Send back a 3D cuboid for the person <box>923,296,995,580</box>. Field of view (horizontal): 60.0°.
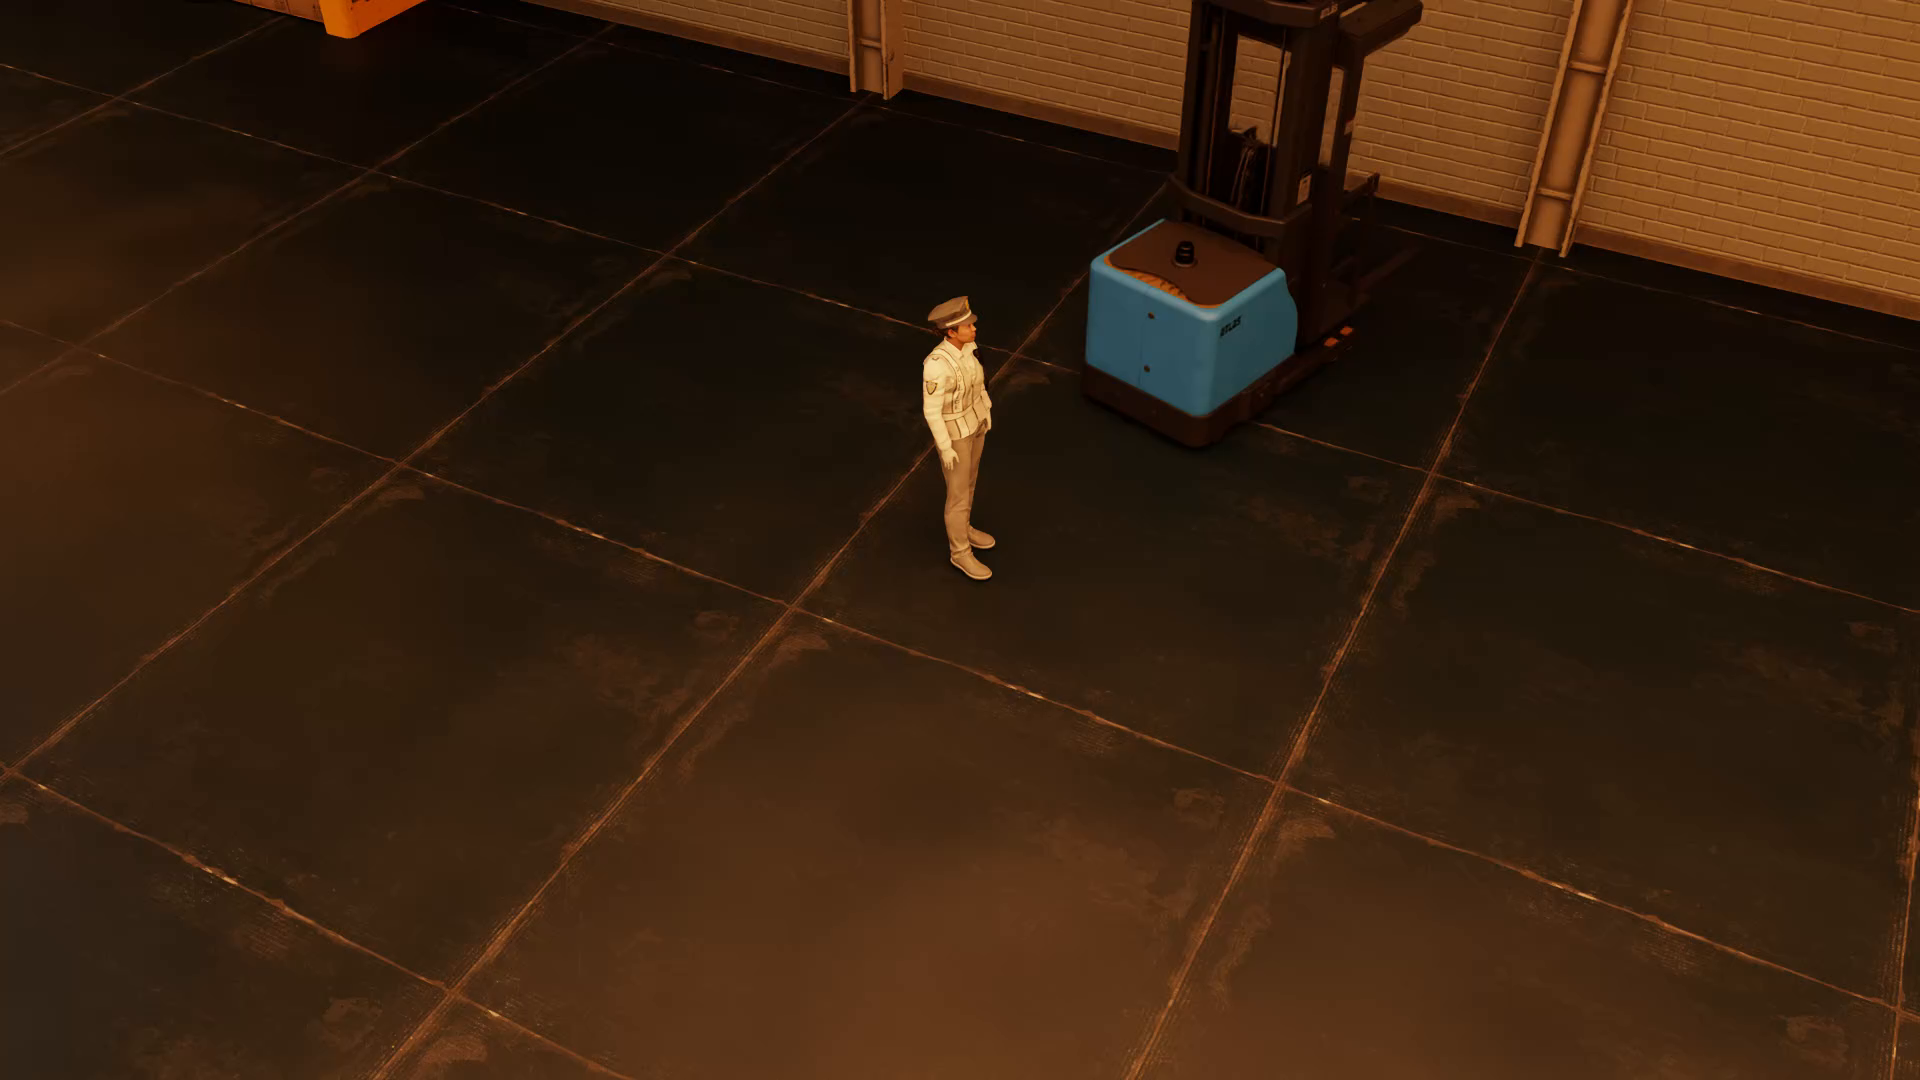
[{"bbox_3d":[0.055,-0.628,9.680,0.534,1.696,0.579,18,43,21],"label":"person"}]

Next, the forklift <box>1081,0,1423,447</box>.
[{"bbox_3d":[2.200,-2.588,11.059,1.130,2.935,3.031,31,49,31],"label":"forklift"}]
